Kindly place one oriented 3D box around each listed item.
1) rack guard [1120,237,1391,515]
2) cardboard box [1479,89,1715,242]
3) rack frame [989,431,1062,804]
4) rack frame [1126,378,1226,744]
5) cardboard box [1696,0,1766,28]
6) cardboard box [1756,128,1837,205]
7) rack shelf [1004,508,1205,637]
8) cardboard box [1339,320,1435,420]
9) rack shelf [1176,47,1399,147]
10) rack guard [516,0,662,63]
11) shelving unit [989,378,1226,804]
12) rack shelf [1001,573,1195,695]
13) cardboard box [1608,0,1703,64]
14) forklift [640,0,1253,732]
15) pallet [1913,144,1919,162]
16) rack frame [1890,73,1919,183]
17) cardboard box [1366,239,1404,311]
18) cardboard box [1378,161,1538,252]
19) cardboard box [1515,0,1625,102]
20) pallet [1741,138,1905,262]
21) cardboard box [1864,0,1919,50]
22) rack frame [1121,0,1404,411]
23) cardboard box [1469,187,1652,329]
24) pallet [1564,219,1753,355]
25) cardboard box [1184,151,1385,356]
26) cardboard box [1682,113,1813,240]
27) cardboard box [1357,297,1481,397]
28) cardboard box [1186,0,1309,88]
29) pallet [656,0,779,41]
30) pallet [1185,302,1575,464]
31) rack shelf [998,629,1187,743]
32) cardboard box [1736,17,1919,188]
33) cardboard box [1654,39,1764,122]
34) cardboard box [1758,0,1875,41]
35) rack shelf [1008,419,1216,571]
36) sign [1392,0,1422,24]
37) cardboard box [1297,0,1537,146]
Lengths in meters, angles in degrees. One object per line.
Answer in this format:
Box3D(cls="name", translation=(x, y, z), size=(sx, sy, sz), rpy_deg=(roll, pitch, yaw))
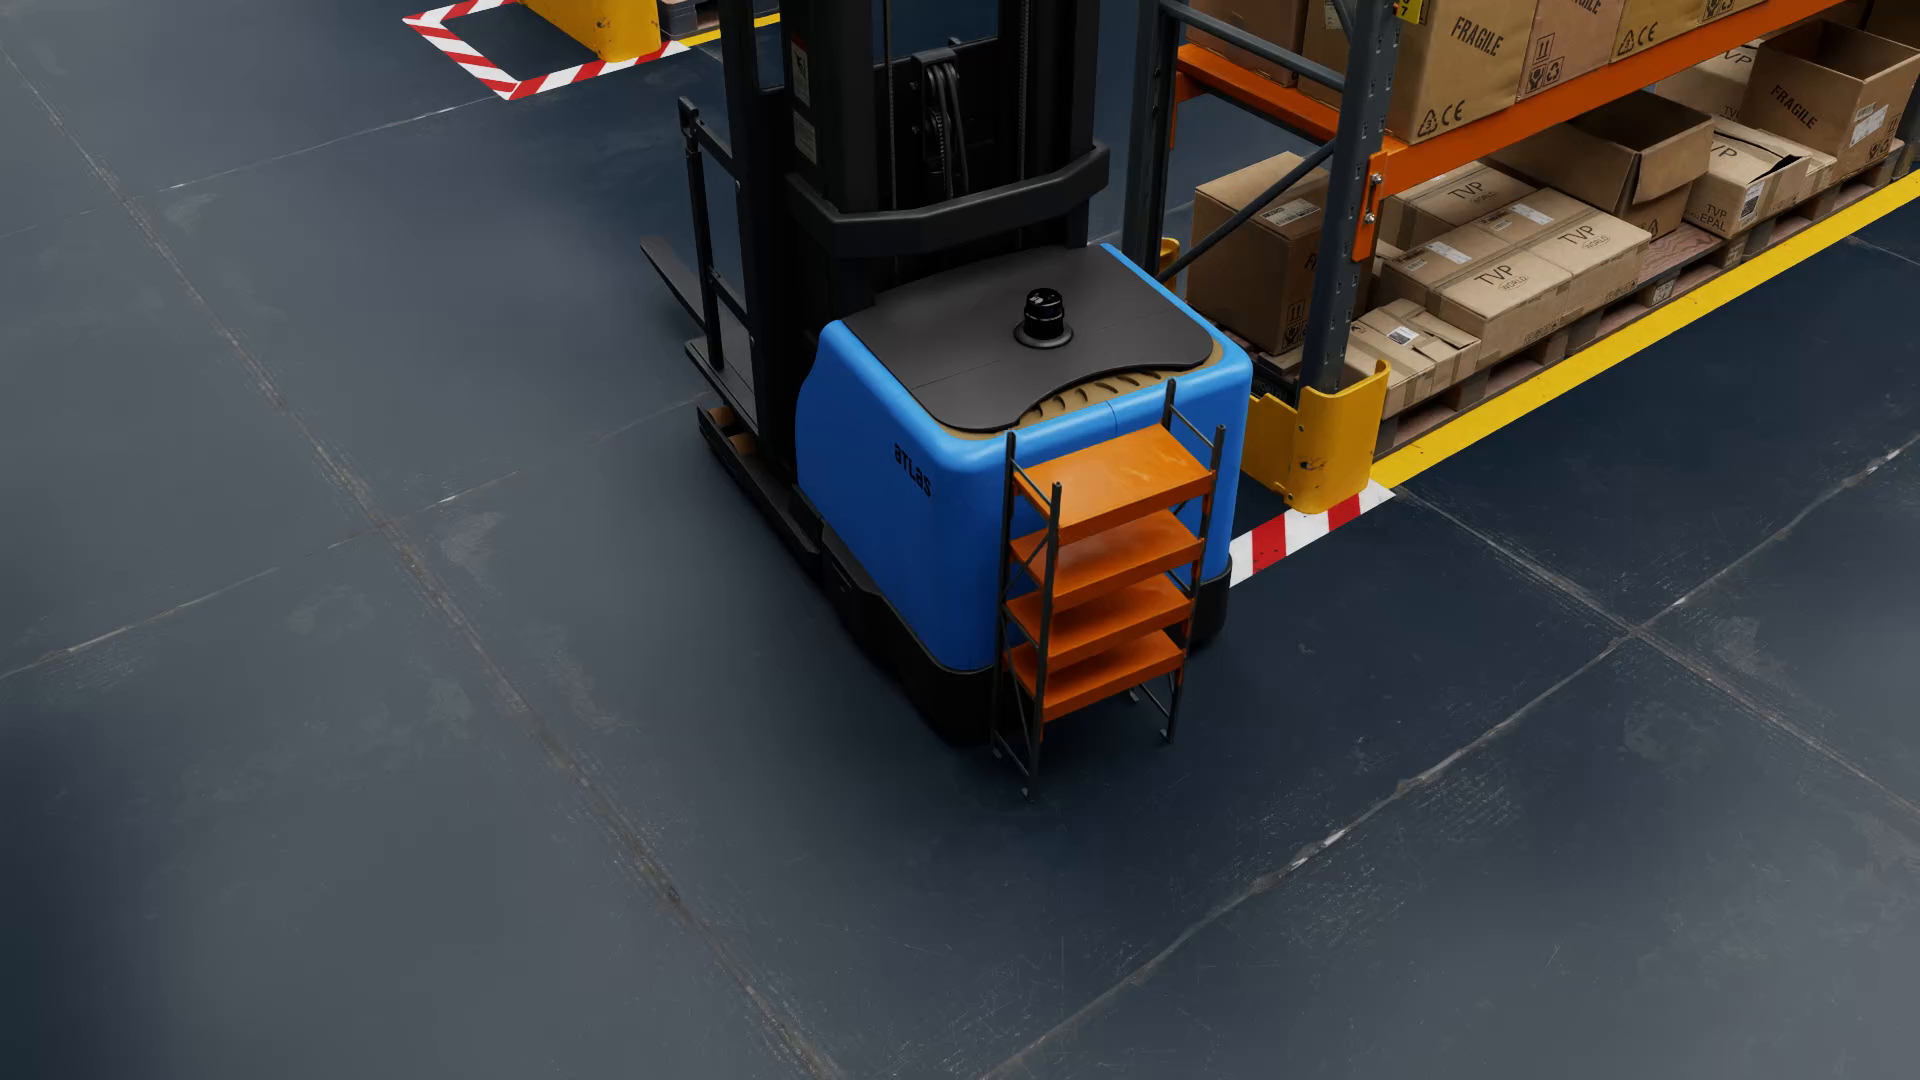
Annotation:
Box3D(cls="rack guard", translation=(1.007, -0.626, 6.119), size=(0.348, 0.500, 1.175), rpy_deg=(-26, 46, -28))
Box3D(cls="cardboard box", translation=(2.632, -1.585, 6.939), size=(0.637, 0.503, 0.797), rpy_deg=(-26, 46, -28))
Box3D(cls="rack frame", translation=(0.167, 0.244, 4.496), size=(0.015, 1.200, 0.240), rpy_deg=(-20, 46, -22))
Box3D(cls="rack frame", translation=(0.593, 0.093, 4.680), size=(0.015, 1.200, 0.240), rpy_deg=(-20, 46, -22))
Box3D(cls="cardboard box", translation=(2.663, -2.228, 6.022), size=(0.500, 0.500, 0.500), rpy_deg=(-25, 46, -28))
Box3D(cls="cardboard box", translation=(3.579, -1.639, 7.284), size=(0.250, 0.149, 0.380), rpy_deg=(-26, 46, -28))
Box3D(cls="rack shelf", translation=(0.384, 0.052, 4.483), size=(0.480, 0.148, 0.258), rpy_deg=(-20, 46, -22))
Box3D(cls="cardboard box", translation=(1.489, -0.620, 6.042), size=(0.250, 0.149, 0.380), rpy_deg=(-26, 46, -28))
Box3D(cls="rack shelf", translation=(2.533, -2.134, 6.399), size=(3.809, 0.124, 0.919), rpy_deg=(-26, 46, -28))
Box3D(cls="rack guard", translation=(-2.079, -3.073, 9.102), size=(0.348, 0.500, 1.175), rpy_deg=(-26, 46, -28))
Box3D(cls="shelving unit", translation=(0.380, 0.169, 4.588), size=(0.503, 1.200, 0.258), rpy_deg=(-20, 46, -22))
Box3D(cls="rack shelf", translation=(0.379, 0.219, 4.633), size=(0.480, 0.148, 0.258), rpy_deg=(-20, 46, -22))
Box3D(cls="cardboard box", translation=(2.265, -2.035, 5.787), size=(0.500, 0.500, 0.500), rpy_deg=(-26, 46, -28))
Box3D(cls="forklift", translation=(-0.307, -1.483, 5.246), size=(1.130, 2.935, 3.031), rpy_deg=(-19, 43, -22))
Box3D(cls="pallet", translation=(4.741, -2.364, 8.466), size=(1.213, 0.211, 1.003), rpy_deg=(-26, 46, -28))
Box3D(cls="rack frame", translation=(4.119, -3.109, 7.175), size=(0.127, 3.000, 1.000), rpy_deg=(-26, 46, -28))
Box3D(cls="cardboard box", translation=(1.604, -1.083, 6.592), size=(0.250, 0.166, 0.380), rpy_deg=(-26, 46, -28))
Box3D(cls="cardboard box", translation=(2.000, -1.356, 6.859), size=(0.500, 0.250, 0.500), rpy_deg=(-26, 46, -28))
Box3D(cls="cardboard box", translation=(1.865, -1.843, 5.553), size=(0.500, 0.500, 0.500), rpy_deg=(-26, 46, -28))
Box3D(cls="pallet", translation=(3.574, -1.766, 7.736), size=(1.213, 0.211, 1.003), rpy_deg=(-26, 46, -28))
Box3D(cls="cardboard box", translation=(4.651, -2.377, 7.907), size=(0.500, 0.500, 0.500), rpy_deg=(-28, 47, -30))
Box3D(cls="rack frame", translation=(0.947, -1.563, 5.290), size=(0.127, 3.000, 1.000), rpy_deg=(-26, 46, -28))
Box3D(cls="cardboard box", translation=(2.344, -1.124, 6.576), size=(0.500, 0.250, 0.500), rpy_deg=(-26, 46, -28))
Box3D(cls="pallet", translation=(2.606, -1.292, 7.159), size=(1.213, 0.211, 1.003), rpy_deg=(-26, 46, -28))
Box3D(cls="cardboard box", translation=(1.228, -1.101, 6.351), size=(0.500, 0.500, 0.500), rpy_deg=(-26, 46, -28))
Box3D(cls="cardboard box", translation=(3.245, -1.587, 7.093), size=(0.500, 0.311, 0.500), rpy_deg=(-26, 46, -28))
Box3D(cls="cardboard box", translation=(1.687, -0.724, 6.154), size=(0.250, 0.166, 0.380), rpy_deg=(-26, 46, -28))
Box3D(cls="cardboard box", translation=(1.136, -1.912, 5.637), size=(0.500, 0.500, 0.500), rpy_deg=(-25, 45, -27))
Box3D(cls="pallet", translation=(-1.391, -3.277, 9.578), size=(1.213, 0.211, 1.003), rpy_deg=(-26, 46, -28))
Box3D(cls="pallet", translation=(1.639, -0.823, 6.587), size=(1.213, 0.211, 1.003), rpy_deg=(-26, 46, -28))
Box3D(cls="rack shelf", translation=(0.374, 0.366, 4.766), size=(0.480, 0.148, 0.258), rpy_deg=(-20, 46, -22))
Box3D(cls="cardboard box", translation=(3.840, -1.950, 7.386), size=(0.500, 0.500, 0.500), rpy_deg=(-26, 46, -28))
Box3D(cls="cardboard box", translation=(3.654, -2.186, 7.823), size=(0.500, 0.311, 0.500), rpy_deg=(-26, 46, -28))
Box3D(cls="cardboard box", translation=(4.335, -2.648, 8.236), size=(0.500, 0.500, 0.500), rpy_deg=(-26, 46, -28))
Box3D(cls="rack shelf", translation=(0.390, -0.123, 4.325), size=(0.480, 0.148, 0.258), rpy_deg=(-20, 46, -22))
Box3D(cls="sign", translation=(1.278, -1.625, 4.683), size=(0.005, 0.325, 0.100), rpy_deg=(-26, 46, -28))
Box3D(cls="cardboard box", translation=(1.460, -1.641, 5.306), size=(0.500, 0.500, 0.500), rpy_deg=(-25, 46, -27))
